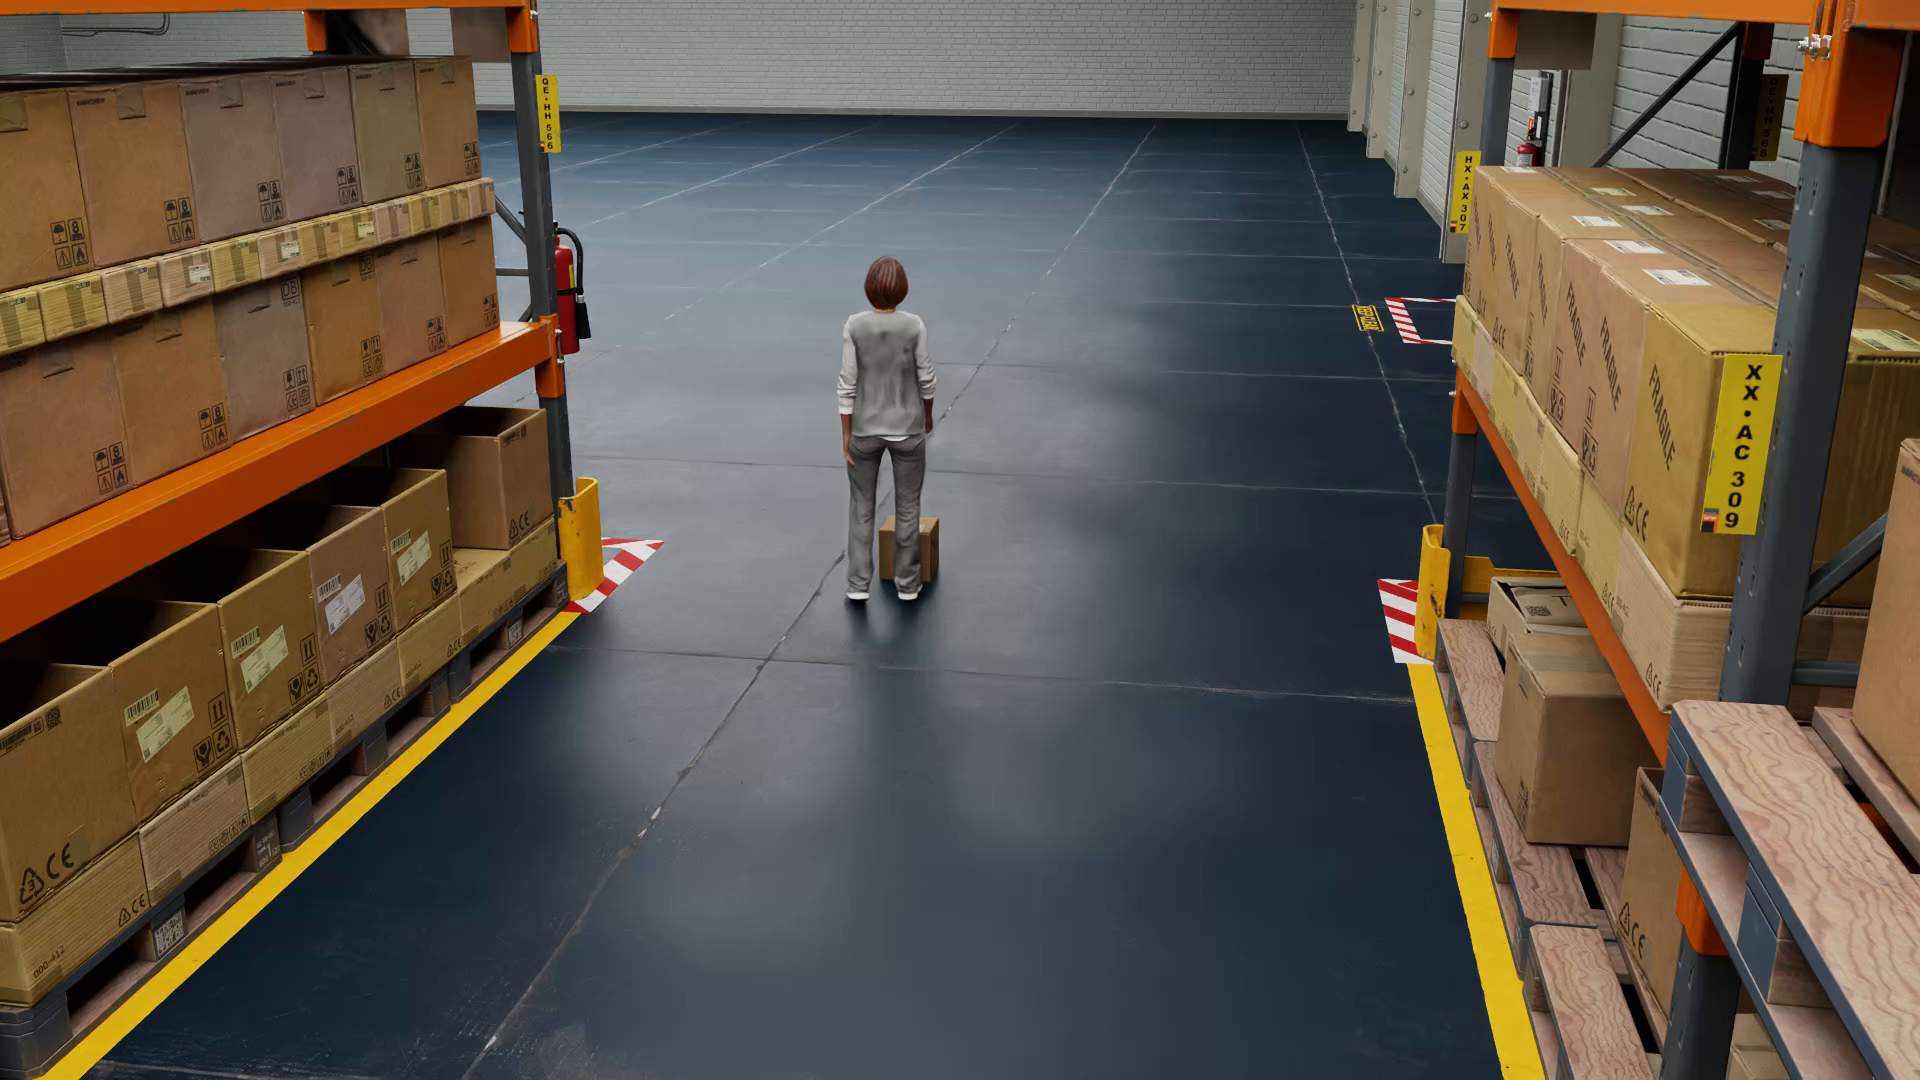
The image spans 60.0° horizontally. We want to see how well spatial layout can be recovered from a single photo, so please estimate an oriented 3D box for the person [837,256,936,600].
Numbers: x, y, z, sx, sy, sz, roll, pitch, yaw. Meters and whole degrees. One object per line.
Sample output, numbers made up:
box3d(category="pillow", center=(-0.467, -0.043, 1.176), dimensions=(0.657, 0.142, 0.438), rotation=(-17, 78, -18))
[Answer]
box3d(category="person", center=(-0.322, -0.476, 7.501), dimensions=(0.434, 1.626, 0.420), rotation=(0, 18, 1))
